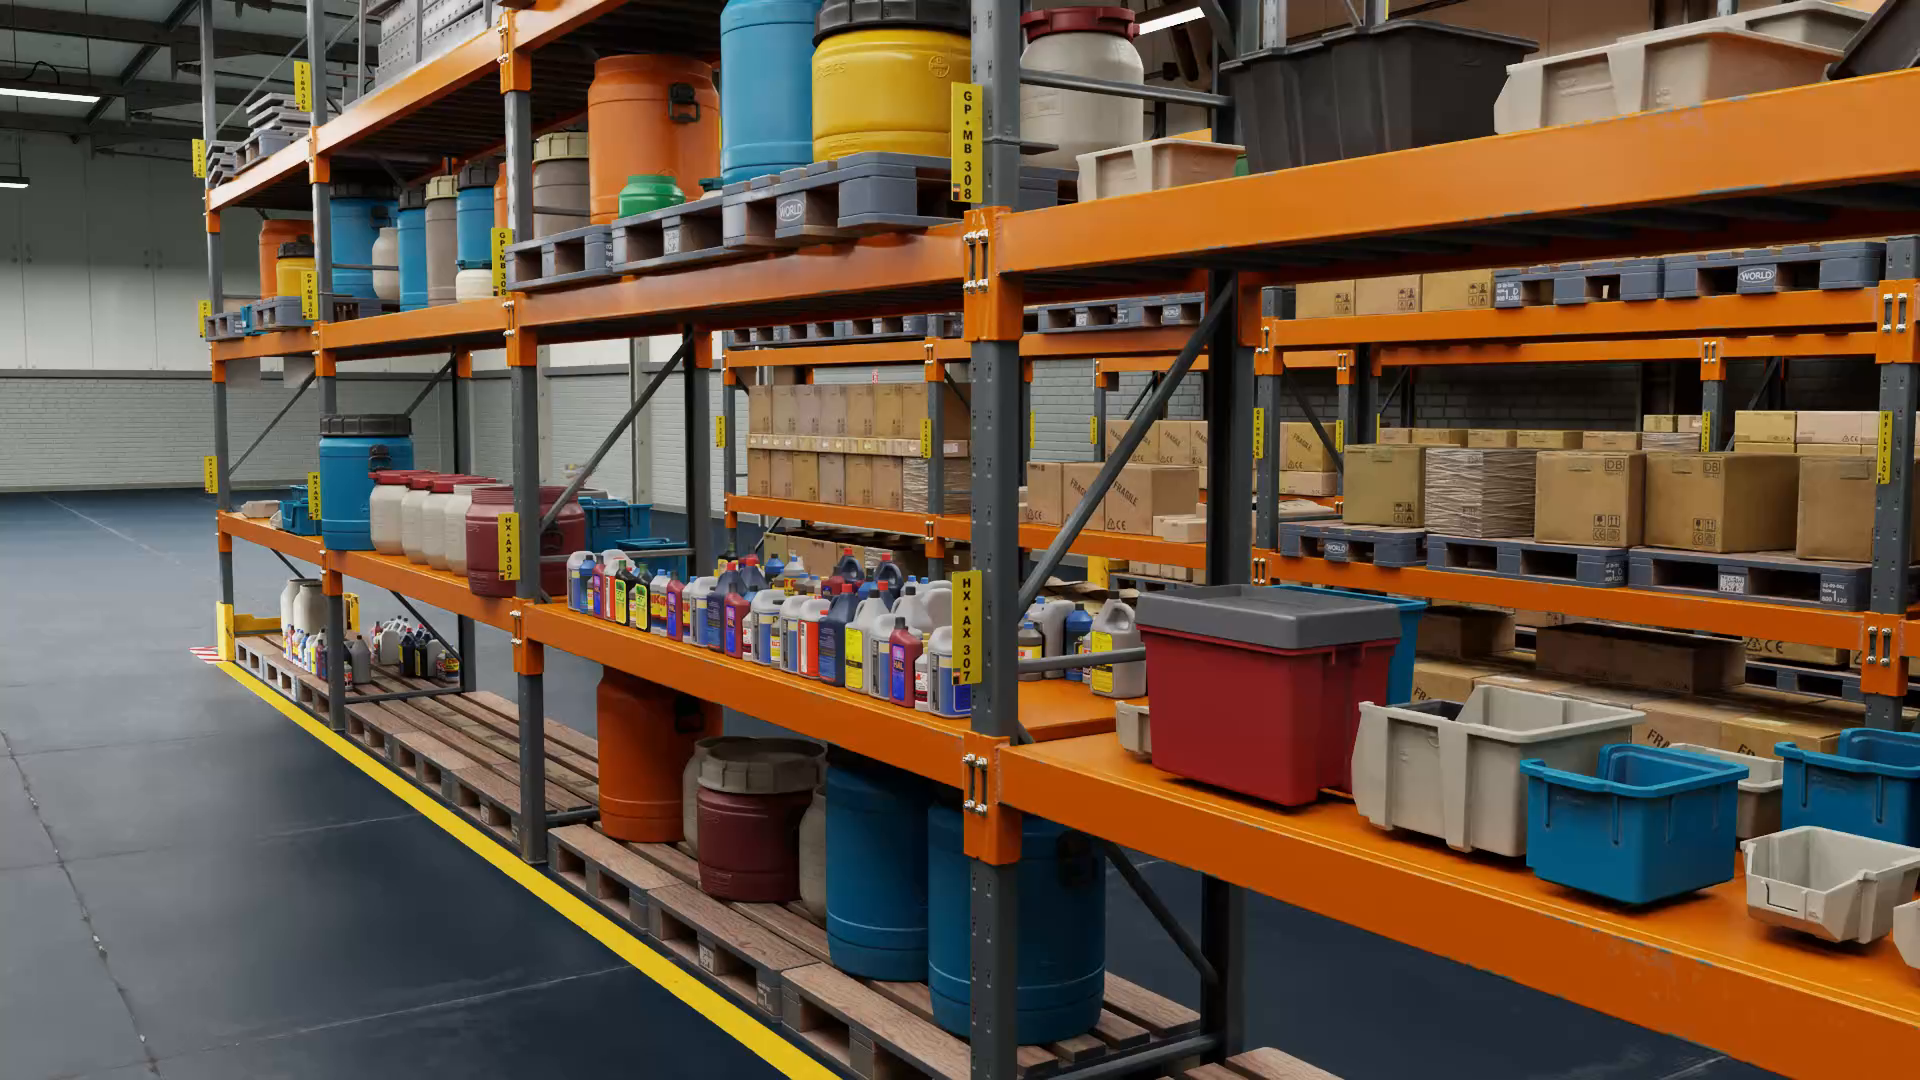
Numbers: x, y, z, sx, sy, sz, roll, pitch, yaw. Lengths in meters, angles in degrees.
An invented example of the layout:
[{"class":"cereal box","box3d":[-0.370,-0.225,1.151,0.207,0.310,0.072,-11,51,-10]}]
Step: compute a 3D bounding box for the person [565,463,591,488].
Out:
[{"class":"person","box3d":[-3.805,0.068,16.331,0.489,1.642,0.933,1,5,9]}]
